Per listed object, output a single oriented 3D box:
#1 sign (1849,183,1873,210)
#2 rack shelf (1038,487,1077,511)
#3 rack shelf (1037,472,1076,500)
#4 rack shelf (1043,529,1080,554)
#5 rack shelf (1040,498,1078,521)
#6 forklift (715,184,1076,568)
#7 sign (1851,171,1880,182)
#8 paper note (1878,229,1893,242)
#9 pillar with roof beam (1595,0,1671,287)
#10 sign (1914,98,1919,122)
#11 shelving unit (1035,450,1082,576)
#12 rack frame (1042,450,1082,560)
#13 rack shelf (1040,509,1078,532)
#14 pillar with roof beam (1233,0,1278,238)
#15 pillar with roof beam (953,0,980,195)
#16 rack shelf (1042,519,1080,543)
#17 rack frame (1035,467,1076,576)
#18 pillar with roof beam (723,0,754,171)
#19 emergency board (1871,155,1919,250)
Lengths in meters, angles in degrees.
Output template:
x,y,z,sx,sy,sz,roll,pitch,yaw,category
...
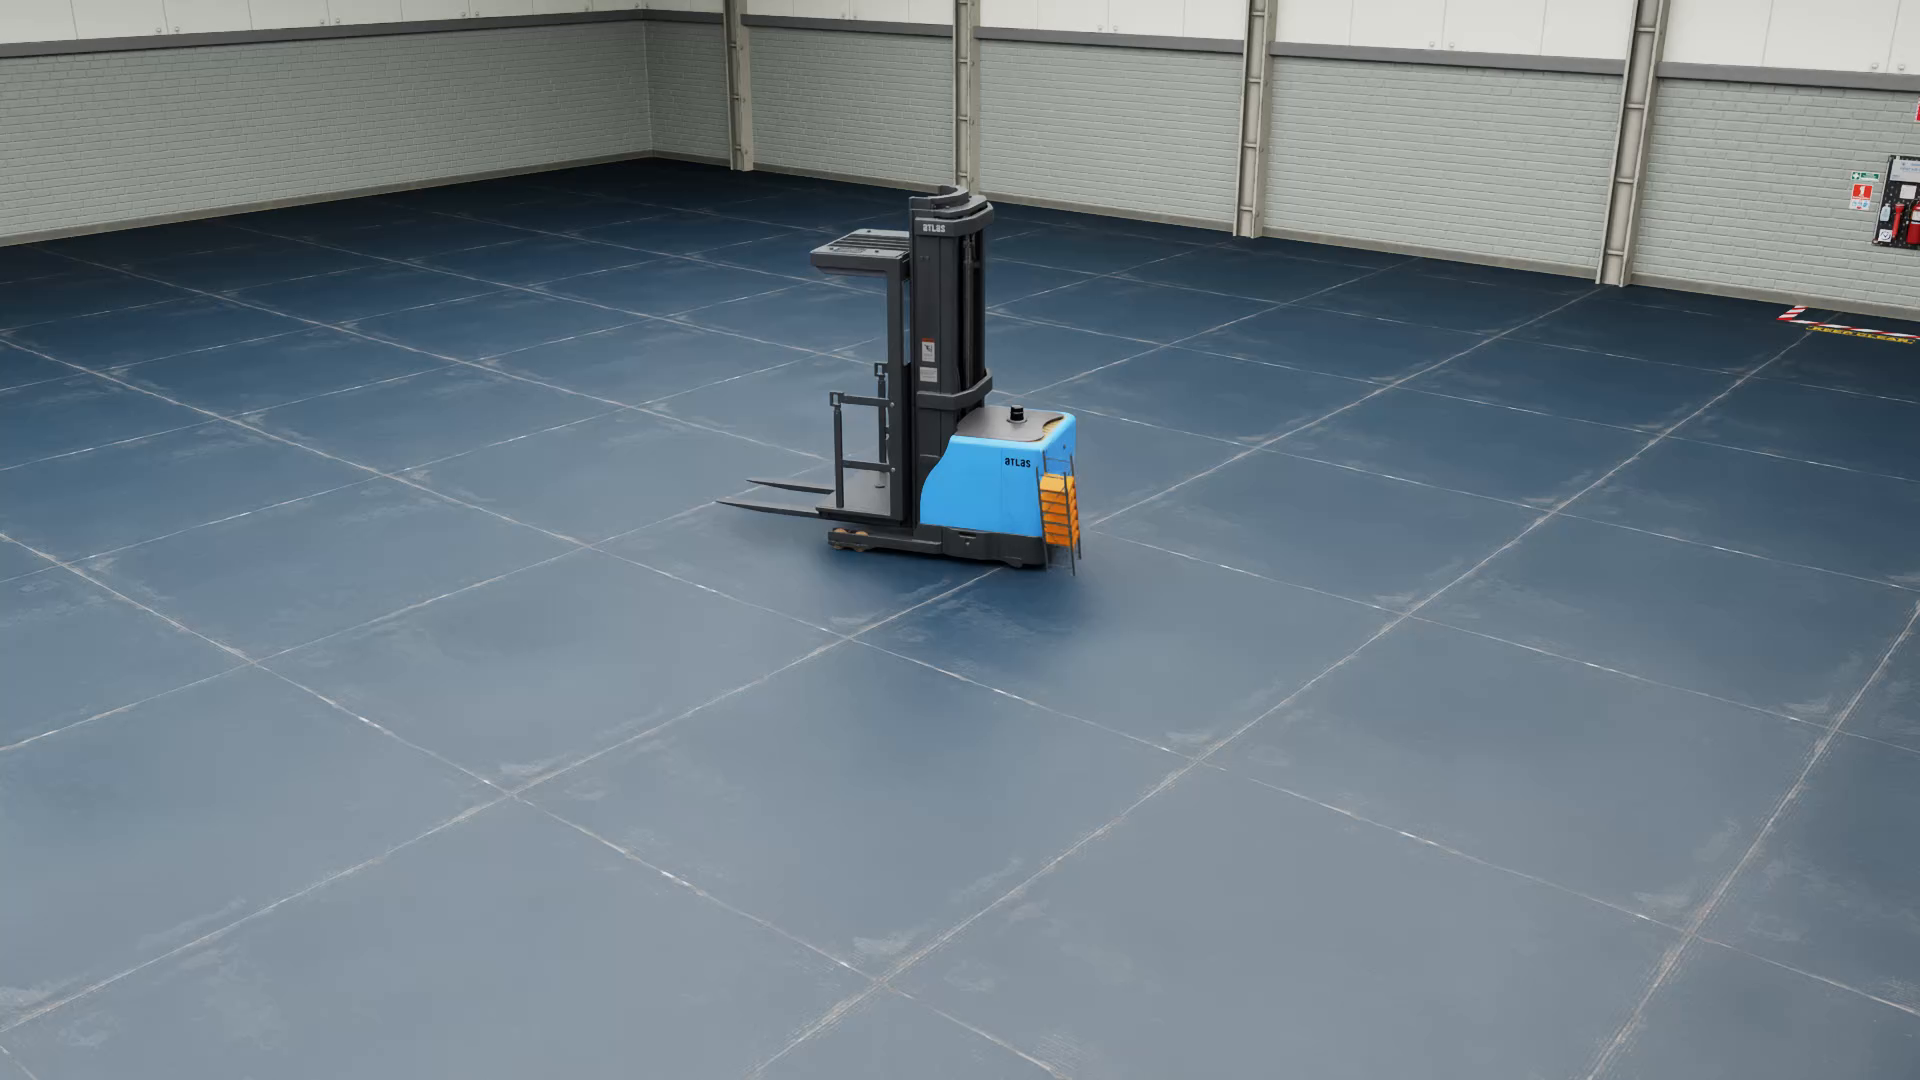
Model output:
x,y,z,sx,sy,sz,roll,pitch,yaw,category
11.810,-4.496,21.791,0.234,0.329,0.001,16,26,36,sign
0.757,-0.329,12.895,0.258,0.103,0.180,10,50,17,rack shelf
0.743,-0.409,12.807,0.258,0.103,0.180,10,50,17,rack shelf
0.810,-0.006,13.246,0.258,0.103,0.180,10,50,17,rack shelf
0.770,-0.248,12.983,0.258,0.103,0.180,10,50,17,rack shelf
-0.590,-1.442,13.841,3.031,2.935,1.130,7,22,18,forklift
11.808,-4.740,21.688,0.331,0.109,0.001,16,26,36,sign
12.079,-3.974,21.706,0.142,0.148,0.016,16,26,36,paper note
6.693,-6.735,19.276,0.400,9.000,9.100,16,26,36,pillar with roof beam
12.230,-5.441,21.063,0.199,0.298,0.001,16,26,36,sign
0.778,-0.197,13.038,0.258,1.200,0.189,10,50,17,shelving unit
0.807,-0.263,13.094,0.240,1.200,0.006,10,50,17,rack frame
0.783,-0.167,13.071,0.258,0.103,0.180,10,50,17,rack shelf
2.044,-8.073,22.826,0.400,9.000,9.100,16,26,36,pillar with roof beam
-2.604,-9.412,26.376,0.400,9.000,9.100,16,26,36,pillar with roof beam
0.797,-0.087,13.159,0.258,0.103,0.180,10,50,17,rack shelf
0.750,-0.131,12.982,0.240,1.200,0.006,10,50,17,rack frame
-7.252,-10.751,29.925,0.400,9.000,9.100,16,26,36,pillar with roof beam
12.173,-4.328,21.395,0.643,1.169,0.194,16,26,36,emergency board
